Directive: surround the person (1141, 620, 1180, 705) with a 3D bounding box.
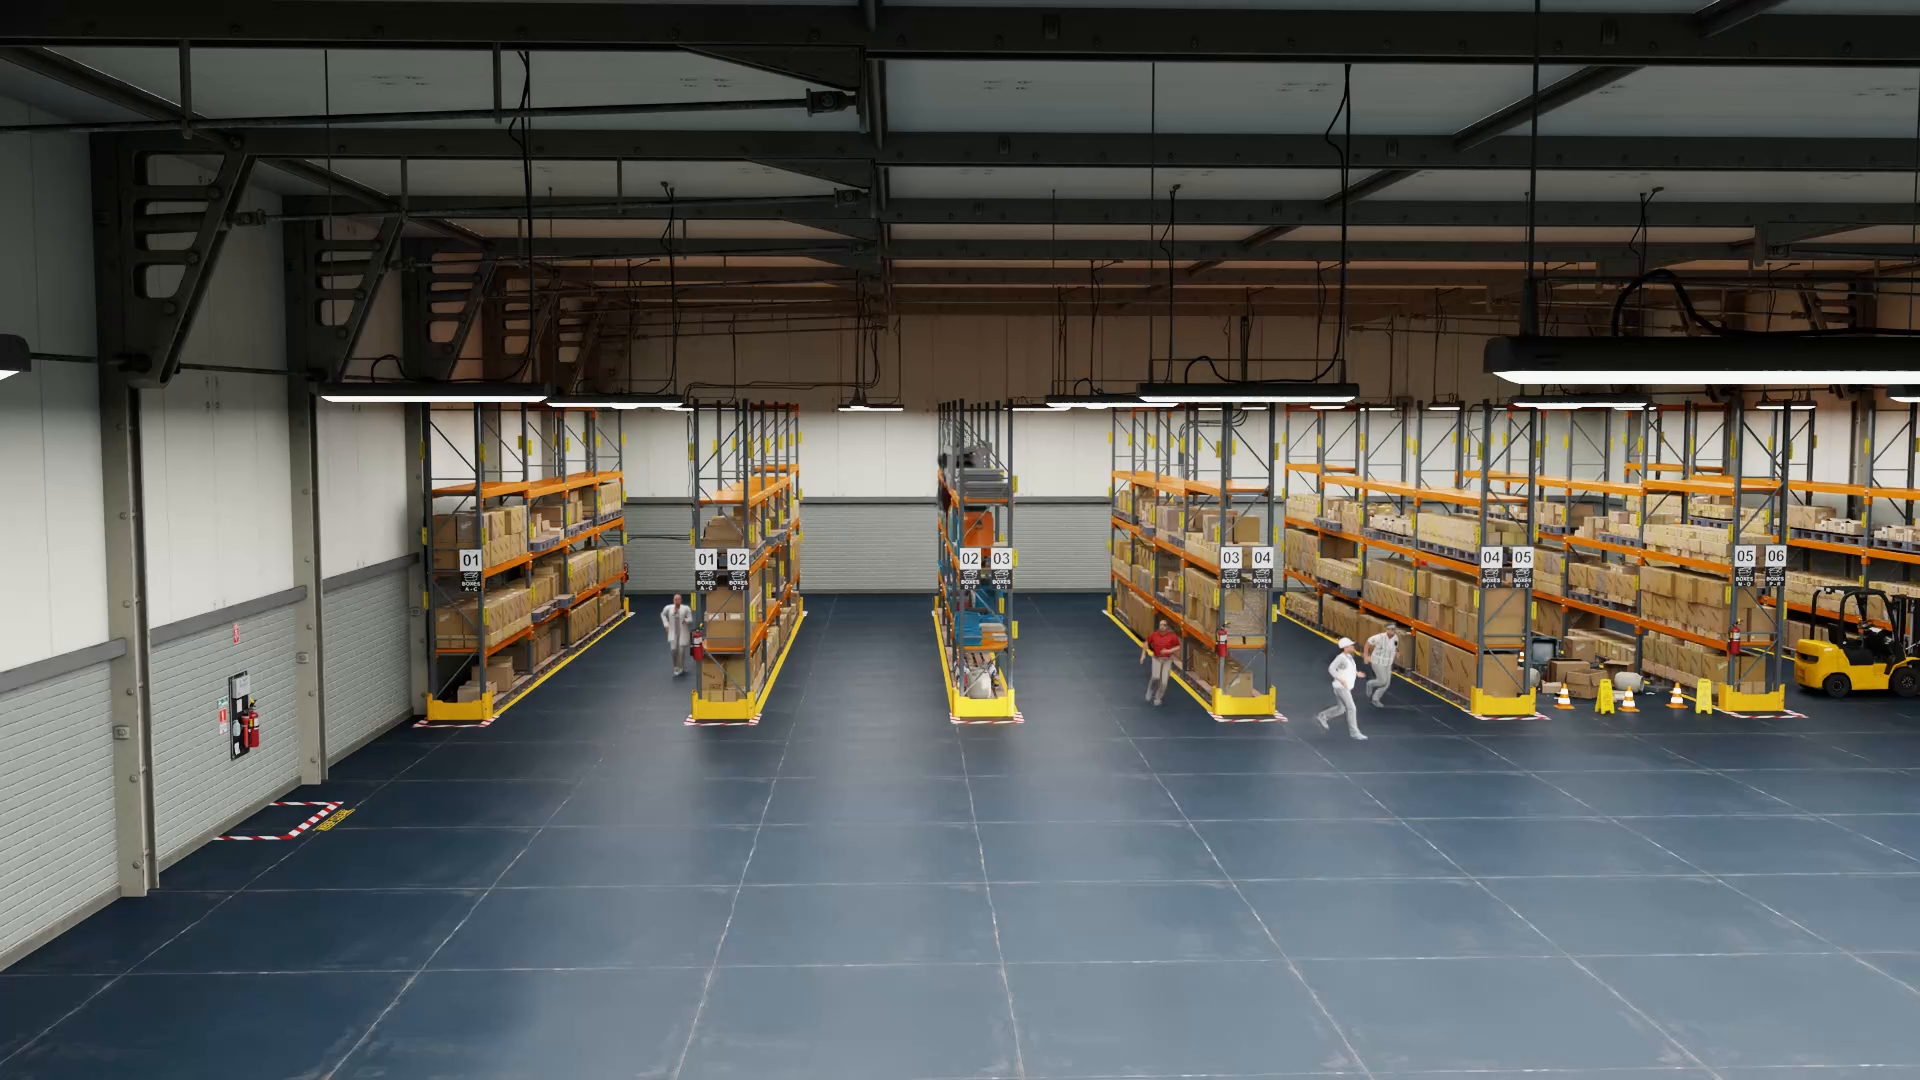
[{"bbox_3d":[3.948,2.413,32.730,0.759,1.688,0.604,0,4,2],"label":"person"}]

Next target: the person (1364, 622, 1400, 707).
[{"bbox_3d":[8.281,2.422,32.505,0.652,1.701,0.747,-3,5,-32],"label":"person"}]

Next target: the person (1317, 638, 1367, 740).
[{"bbox_3d":[6.741,2.608,29.397,0.955,1.776,0.671,2,5,29],"label":"person"}]

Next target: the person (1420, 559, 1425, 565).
[{"bbox_3d":[12.470,1.429,44.863,0.588,1.831,0.835,-2,5,-19],"label":"person"}]

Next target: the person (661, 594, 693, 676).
[{"bbox_3d":[-6.211,2.090,36.465,0.705,1.806,0.848,0,4,-5],"label":"person"}]
